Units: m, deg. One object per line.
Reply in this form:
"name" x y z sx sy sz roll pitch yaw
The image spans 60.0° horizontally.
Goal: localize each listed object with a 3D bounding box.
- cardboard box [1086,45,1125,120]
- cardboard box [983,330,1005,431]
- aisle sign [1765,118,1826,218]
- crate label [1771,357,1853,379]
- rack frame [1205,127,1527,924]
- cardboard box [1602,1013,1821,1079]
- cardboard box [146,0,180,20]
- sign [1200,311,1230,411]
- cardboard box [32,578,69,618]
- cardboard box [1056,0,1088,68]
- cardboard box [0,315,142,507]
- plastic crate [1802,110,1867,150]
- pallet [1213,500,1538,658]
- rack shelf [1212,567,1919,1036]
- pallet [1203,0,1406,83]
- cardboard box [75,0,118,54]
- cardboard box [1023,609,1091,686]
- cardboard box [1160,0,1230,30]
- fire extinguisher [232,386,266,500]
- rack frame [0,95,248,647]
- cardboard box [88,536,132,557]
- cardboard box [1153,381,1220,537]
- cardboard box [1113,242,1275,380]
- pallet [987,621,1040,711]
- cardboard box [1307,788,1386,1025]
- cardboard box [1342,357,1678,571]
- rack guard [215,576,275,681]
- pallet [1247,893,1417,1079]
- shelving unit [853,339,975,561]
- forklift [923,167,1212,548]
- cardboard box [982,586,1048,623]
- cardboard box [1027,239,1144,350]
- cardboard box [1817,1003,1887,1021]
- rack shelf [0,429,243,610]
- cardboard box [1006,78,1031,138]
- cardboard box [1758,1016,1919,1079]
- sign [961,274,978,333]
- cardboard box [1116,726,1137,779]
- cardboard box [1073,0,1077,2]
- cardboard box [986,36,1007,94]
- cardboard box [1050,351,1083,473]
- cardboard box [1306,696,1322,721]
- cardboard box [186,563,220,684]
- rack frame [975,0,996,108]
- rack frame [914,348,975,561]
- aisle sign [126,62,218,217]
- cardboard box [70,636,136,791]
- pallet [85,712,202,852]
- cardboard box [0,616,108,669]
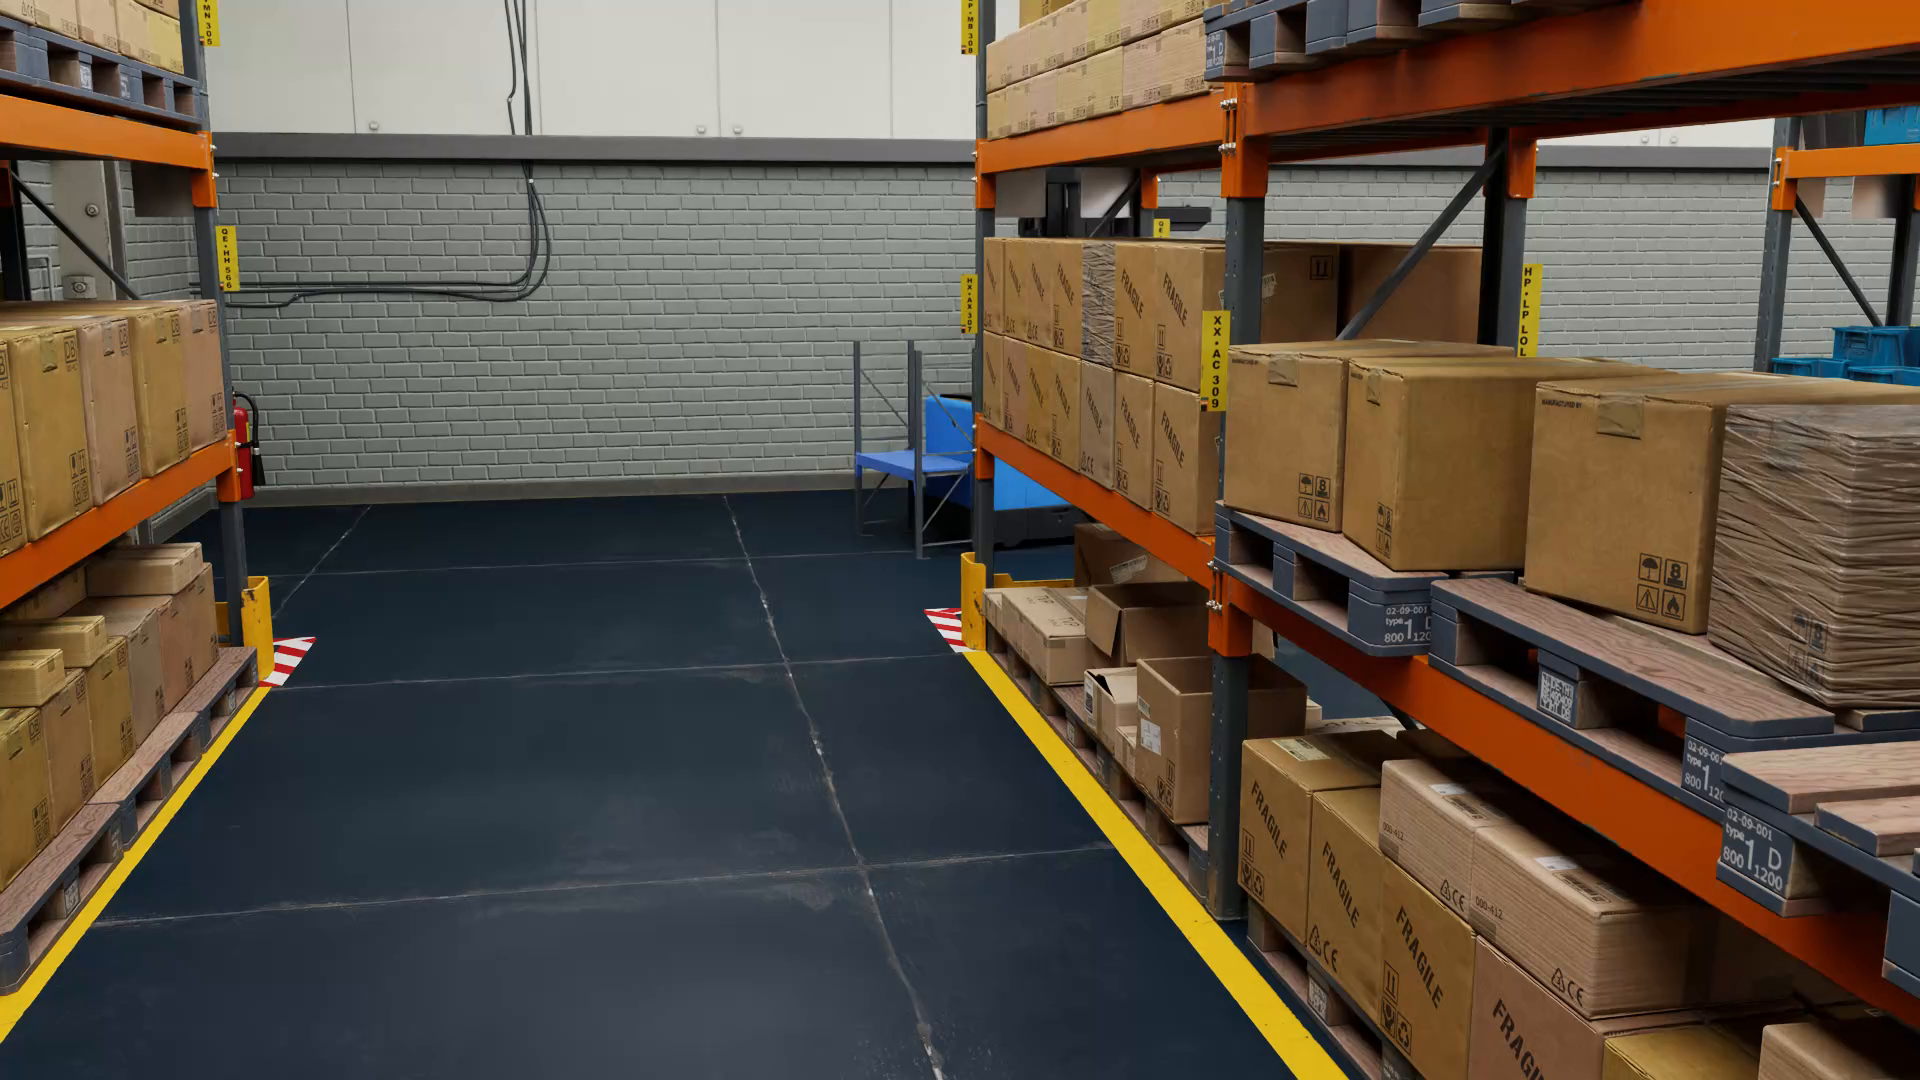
"cardboard box" 0.818 -1.841 6.726 0.500 0.250 0.500 -2 11 -11
"cardboard box" 0.415 -0.870 8.978 0.500 0.500 0.500 -2 11 -10
"aisle sign" 5.142 -2.371 10.178 0.394 0.787 0.004 -2 11 -11
"crate label" 5.172 -0.981 10.118 0.416 0.233 0.303 -2 11 -11
"rack frame" 1.366 -0.178 5.611 1.000 3.000 0.127 -2 11 -11
"cardboard box" 1.631 1.309 3.304 0.500 0.500 0.500 -3 11 -13
"cardboard box" -3.861 -2.631 7.477 0.500 0.500 0.500 -2 11 -11
"sign" 0.835 -0.582 5.419 0.100 0.325 0.005 -2 11 -11
"cardboard box" -4.059 0.266 7.102 0.380 0.149 0.250 -2 11 -10
"cardboard box" 0.720 -2.178 7.161 0.500 0.250 0.500 -2 11 -11
"cardboard box" -3.870 -0.512 6.563 0.980 0.700 0.700 -3 11 -14
"plastic crate" 5.249 -2.420 9.716 0.497 0.269 0.590 -2 11 -11
"pallet" 1.414 0.066 4.838 1.003 0.211 1.213 -2 11 -11
"rack shelf" 1.755 0.542 3.751 1.077 0.370 4.000 -2 11 -11
"pallet" 1.424 -1.437 4.706 1.213 0.211 1.003 -2 11 -11
"cardboard box" -3.659 -2.071 6.544 0.500 0.250 0.500 -2 11 -13
"cardboard box" 0.610 0.516 8.140 0.500 0.250 0.500 -2 11 -11
"cardboard box" 1.005 -1.903 5.715 0.500 0.250 0.500 -2 11 -11
"fire extinguisher" -3.847 -0.554 8.791 0.296 0.674 0.183 -2 11 -11
"rack frame" -4.271 -0.731 8.516 1.000 3.000 0.127 -2 11 -11
"cardboard box" -4.257 0.081 8.076 0.380 0.149 0.250 -2 11 -11
"cardboard box" 1.017 -0.310 6.035 0.500 0.500 0.500 -2 11 -10
"cardboard box" 0.911 -0.896 6.439 0.500 0.500 0.500 -2 11 -12
"pallet" 0.759 0.618 8.885 1.003 0.211 1.213 -2 11 -11
"cardboard box" 1.336 1.028 4.779 0.500 0.500 0.500 -2 11 -10
"cardboard box" 1.434 -0.215 4.413 0.700 0.500 0.500 0 11 -2
"rack guard" -4.275 0.492 8.772 1.175 0.500 0.348 -2 11 -11
"pallet" 1.561 1.339 5.095 1.003 0.211 1.213 -2 11 -11
"shelving unit" -0.336 -0.697 12.345 0.538 1.500 1.048 -6 12 -28
"forklift" 1.263 -1.555 13.029 3.031 2.935 1.130 -6 12 -27
"cardboard box" 0.332 0.362 9.222 0.380 0.149 0.250 -2 11 -11
"cardboard box" 0.617 -1.174 7.899 0.500 0.500 0.500 -2 11 -10
"cardboard box" 2.136 1.285 3.430 0.500 0.500 0.500 -2 11 -12
"rack shelf" -3.882 -0.011 6.656 1.077 0.370 4.000 -2 11 -11
"cardboard box" 0.523 -2.116 8.171 0.500 0.250 0.500 -2 11 -11
"cardboard box" 1.717 1.026 2.789 0.500 0.250 0.500 -2 11 -9
"sign" 0.056 -1.317 9.281 0.100 0.325 0.005 -2 11 -11
"cardboard box" 0.845 0.845 6.681 0.380 0.149 0.250 -2 11 -11
"cardboard box" 0.920 -2.650 7.631 0.700 0.500 0.500 -2 11 -11
"cardboard box" 0.432 -2.454 8.608 0.500 0.250 0.500 -2 11 -11
"cardboard box" 0.711 -0.592 7.516 0.500 0.500 0.500 -2 11 -10
"cardboard box" 1.318 0.754 7.112 0.380 0.166 0.250 -2 11 -11
"cardboard box" -4.036 0.415 8.055 0.700 0.500 0.500 -2 11 -11
"rack frame" 0.588 -3.859 8.905 1.000 3.000 0.127 -2 11 -11
"rack frame" -0.095 -0.613 11.906 0.500 1.500 0.032 -6 12 -28
"aisle sign" -3.990 -2.032 8.399 0.394 0.787 0.004 -2 11 -11
"cardboard box" -3.730 0.697 6.576 0.700 0.500 0.500 -2 11 -10
"pallet" -3.804 1.006 6.848 1.003 0.211 1.213 -2 11 -11
"cardboard box" -3.527 0.399 6.403 0.380 0.149 0.250 -2 11 -13
